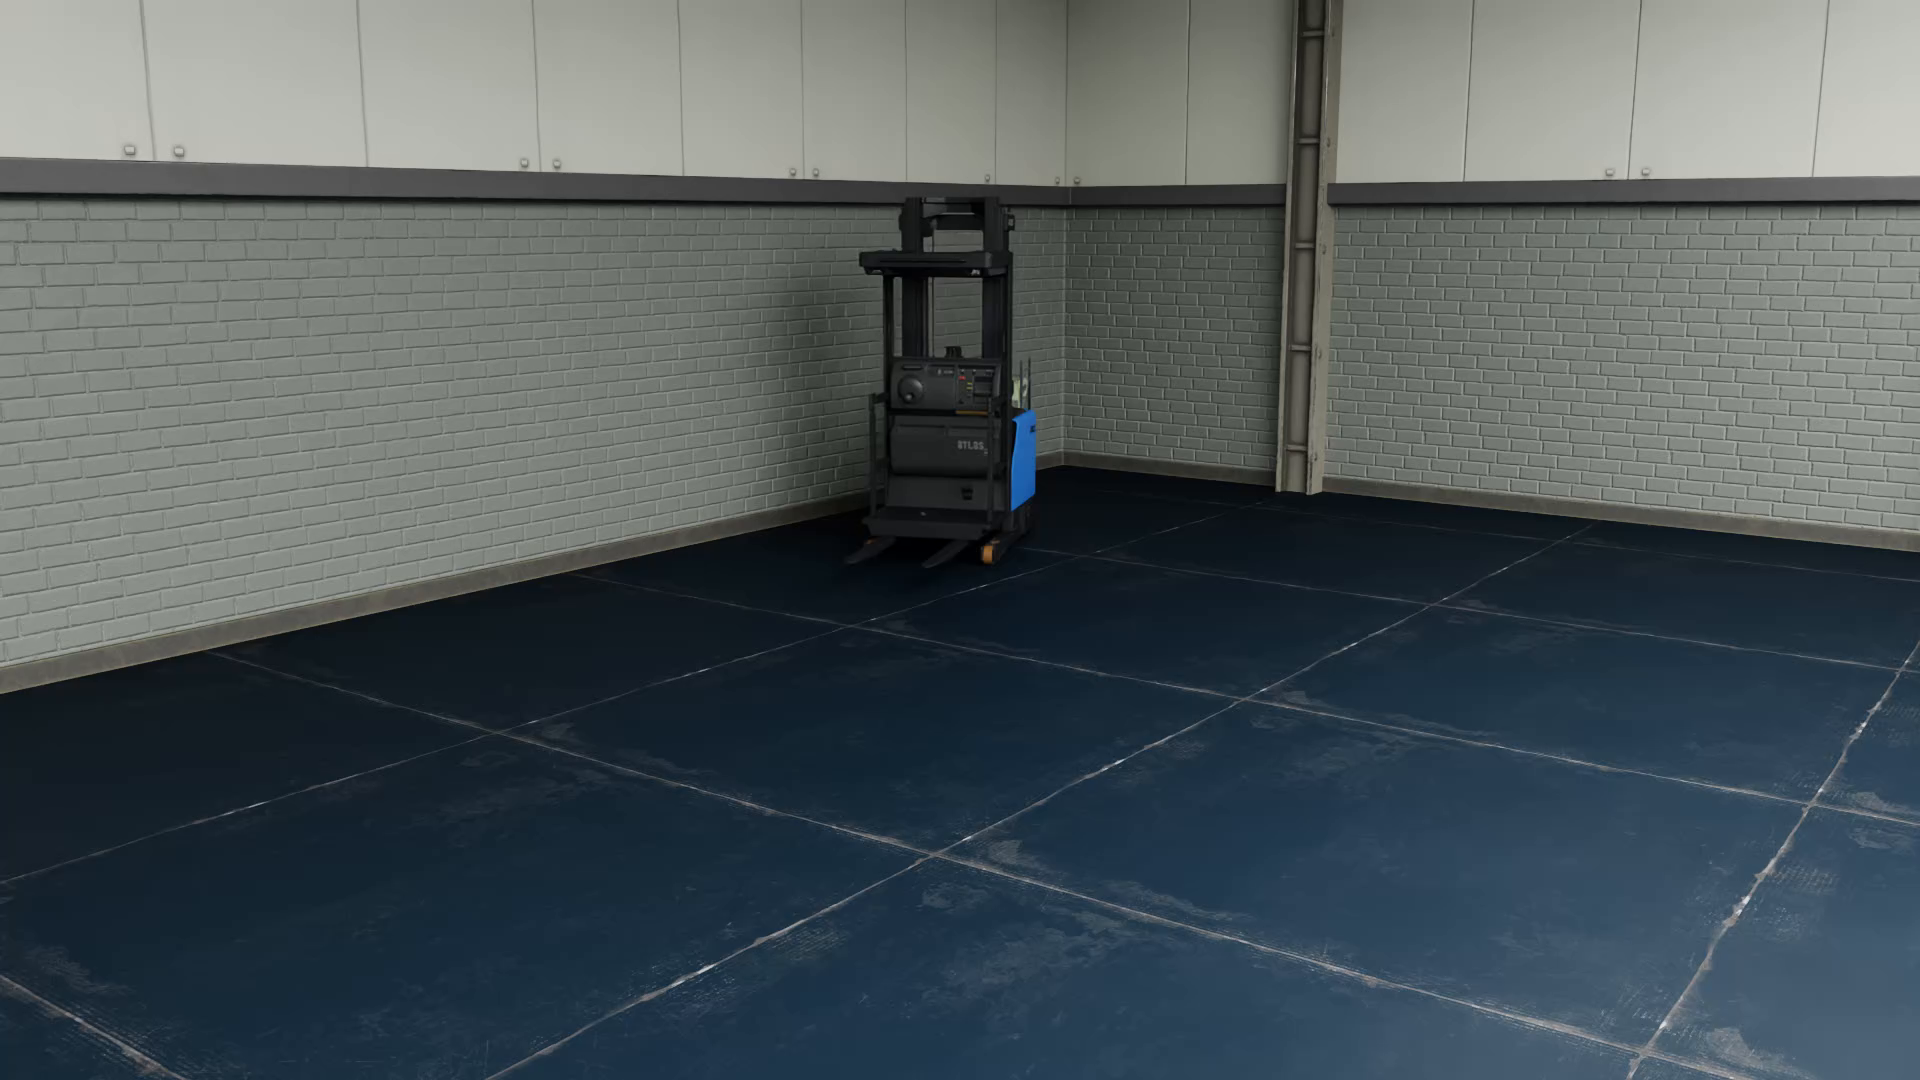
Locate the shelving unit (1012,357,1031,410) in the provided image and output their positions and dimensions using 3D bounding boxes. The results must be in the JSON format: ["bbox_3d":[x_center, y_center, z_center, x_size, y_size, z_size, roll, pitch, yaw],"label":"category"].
[{"bbox_3d":[0.245,-0.938,15.431,0.755,1.500,0.431,3,11,14],"label":"shelving unit"}]

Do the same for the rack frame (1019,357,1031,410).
[{"bbox_3d":[0.599,-0.921,15.341,0.023,1.500,0.400,3,11,14],"label":"rack frame"}]

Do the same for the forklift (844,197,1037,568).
[{"bbox_3d":[-0.168,-1.316,13.614,1.130,2.935,3.031,3,11,14],"label":"forklift"}]

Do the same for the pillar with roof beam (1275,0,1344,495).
[{"bbox_3d":[0.947,-4.264,12.881,0.400,9.000,9.100,8,13,36],"label":"pillar with roof beam"}]

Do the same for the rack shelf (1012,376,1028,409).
[{"bbox_3d":[0.245,-1.321,15.357,0.720,0.370,0.431,3,11,14],"label":"rack shelf"}]
